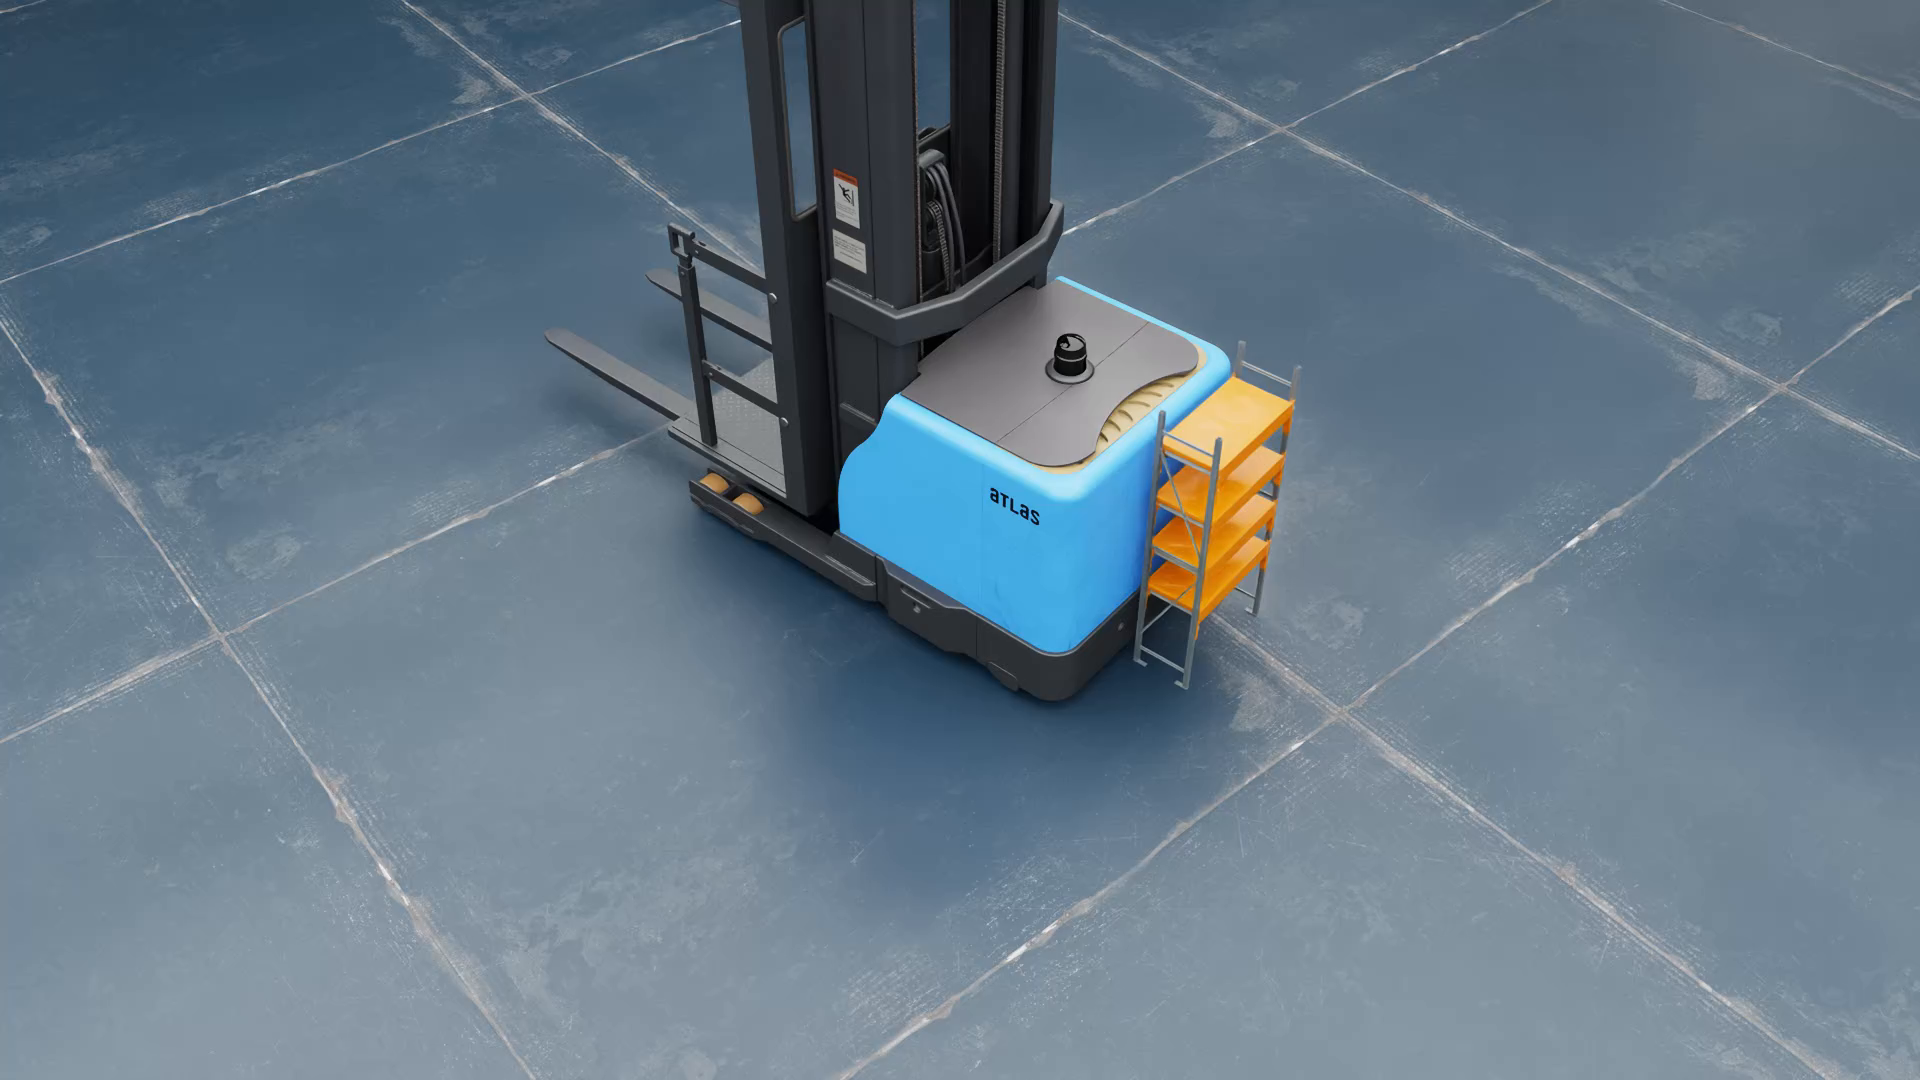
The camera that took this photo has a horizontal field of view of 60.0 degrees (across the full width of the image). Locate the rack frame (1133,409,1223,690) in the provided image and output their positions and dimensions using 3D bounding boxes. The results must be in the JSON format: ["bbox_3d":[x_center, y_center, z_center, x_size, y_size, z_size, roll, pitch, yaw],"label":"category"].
[{"bbox_3d":[0.749,0.064,5.805,0.240,1.200,0.015,29,50,27],"label":"rack frame"}]

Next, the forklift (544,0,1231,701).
[{"bbox_3d":[-0.479,-1.340,6.036,3.031,2.935,1.130,30,51,28],"label":"forklift"}]

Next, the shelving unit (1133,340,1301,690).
[{"bbox_3d":[0.903,-0.066,5.943,0.258,1.200,0.503,29,50,27],"label":"shelving unit"}]

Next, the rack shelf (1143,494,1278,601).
[{"bbox_3d":[0.903,-0.017,5.989,0.258,0.148,0.480,29,50,27],"label":"rack shelf"}]

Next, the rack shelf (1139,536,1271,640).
[{"bbox_3d":[0.904,0.128,6.125,0.258,0.148,0.480,29,50,27],"label":"rack shelf"}]

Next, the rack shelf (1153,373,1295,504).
[{"bbox_3d":[0.903,-0.353,5.675,0.258,0.148,0.480,29,50,27],"label":"rack shelf"}]

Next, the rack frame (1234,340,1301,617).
[{"bbox_3d":[1.057,-0.195,6.081,0.240,1.200,0.015,29,50,27],"label":"rack frame"}]

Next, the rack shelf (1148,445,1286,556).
[{"bbox_3d":[0.903,-0.180,5.836,0.258,0.148,0.480,29,50,27],"label":"rack shelf"}]
